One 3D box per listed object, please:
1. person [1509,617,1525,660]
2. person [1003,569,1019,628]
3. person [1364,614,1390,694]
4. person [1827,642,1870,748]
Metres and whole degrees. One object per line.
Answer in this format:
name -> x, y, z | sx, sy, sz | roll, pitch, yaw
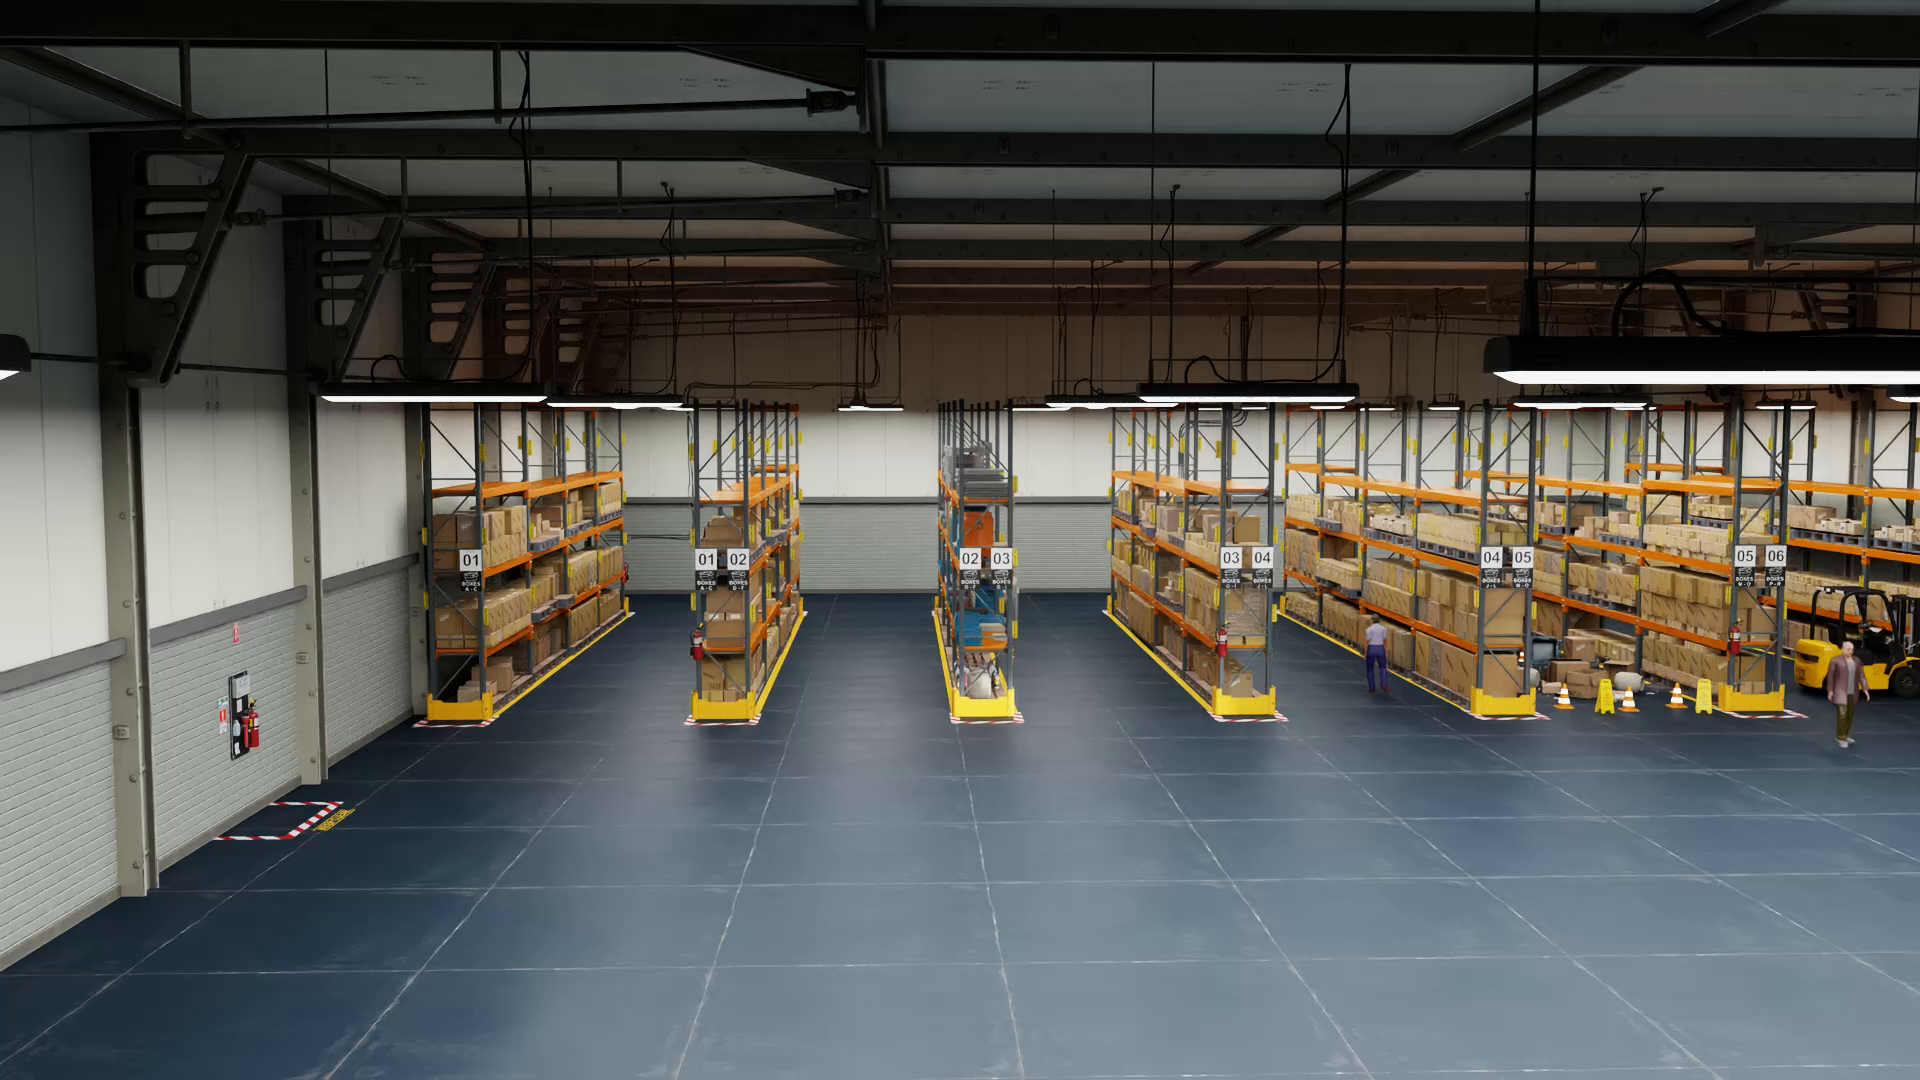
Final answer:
person -> 12.944, 1.961, 38.574 | 0.515, 1.761, 0.624 | -1, 4, -12
person -> 1.373, 1.540, 44.627 | 0.436, 1.551, 0.889 | -1, 4, -13
person -> 8.520, 2.327, 33.979 | 0.532, 1.645, 0.498 | 0, 4, -2
person -> 15.348, 2.679, 28.743 | 0.629, 1.854, 0.588 | 0, 4, -1
